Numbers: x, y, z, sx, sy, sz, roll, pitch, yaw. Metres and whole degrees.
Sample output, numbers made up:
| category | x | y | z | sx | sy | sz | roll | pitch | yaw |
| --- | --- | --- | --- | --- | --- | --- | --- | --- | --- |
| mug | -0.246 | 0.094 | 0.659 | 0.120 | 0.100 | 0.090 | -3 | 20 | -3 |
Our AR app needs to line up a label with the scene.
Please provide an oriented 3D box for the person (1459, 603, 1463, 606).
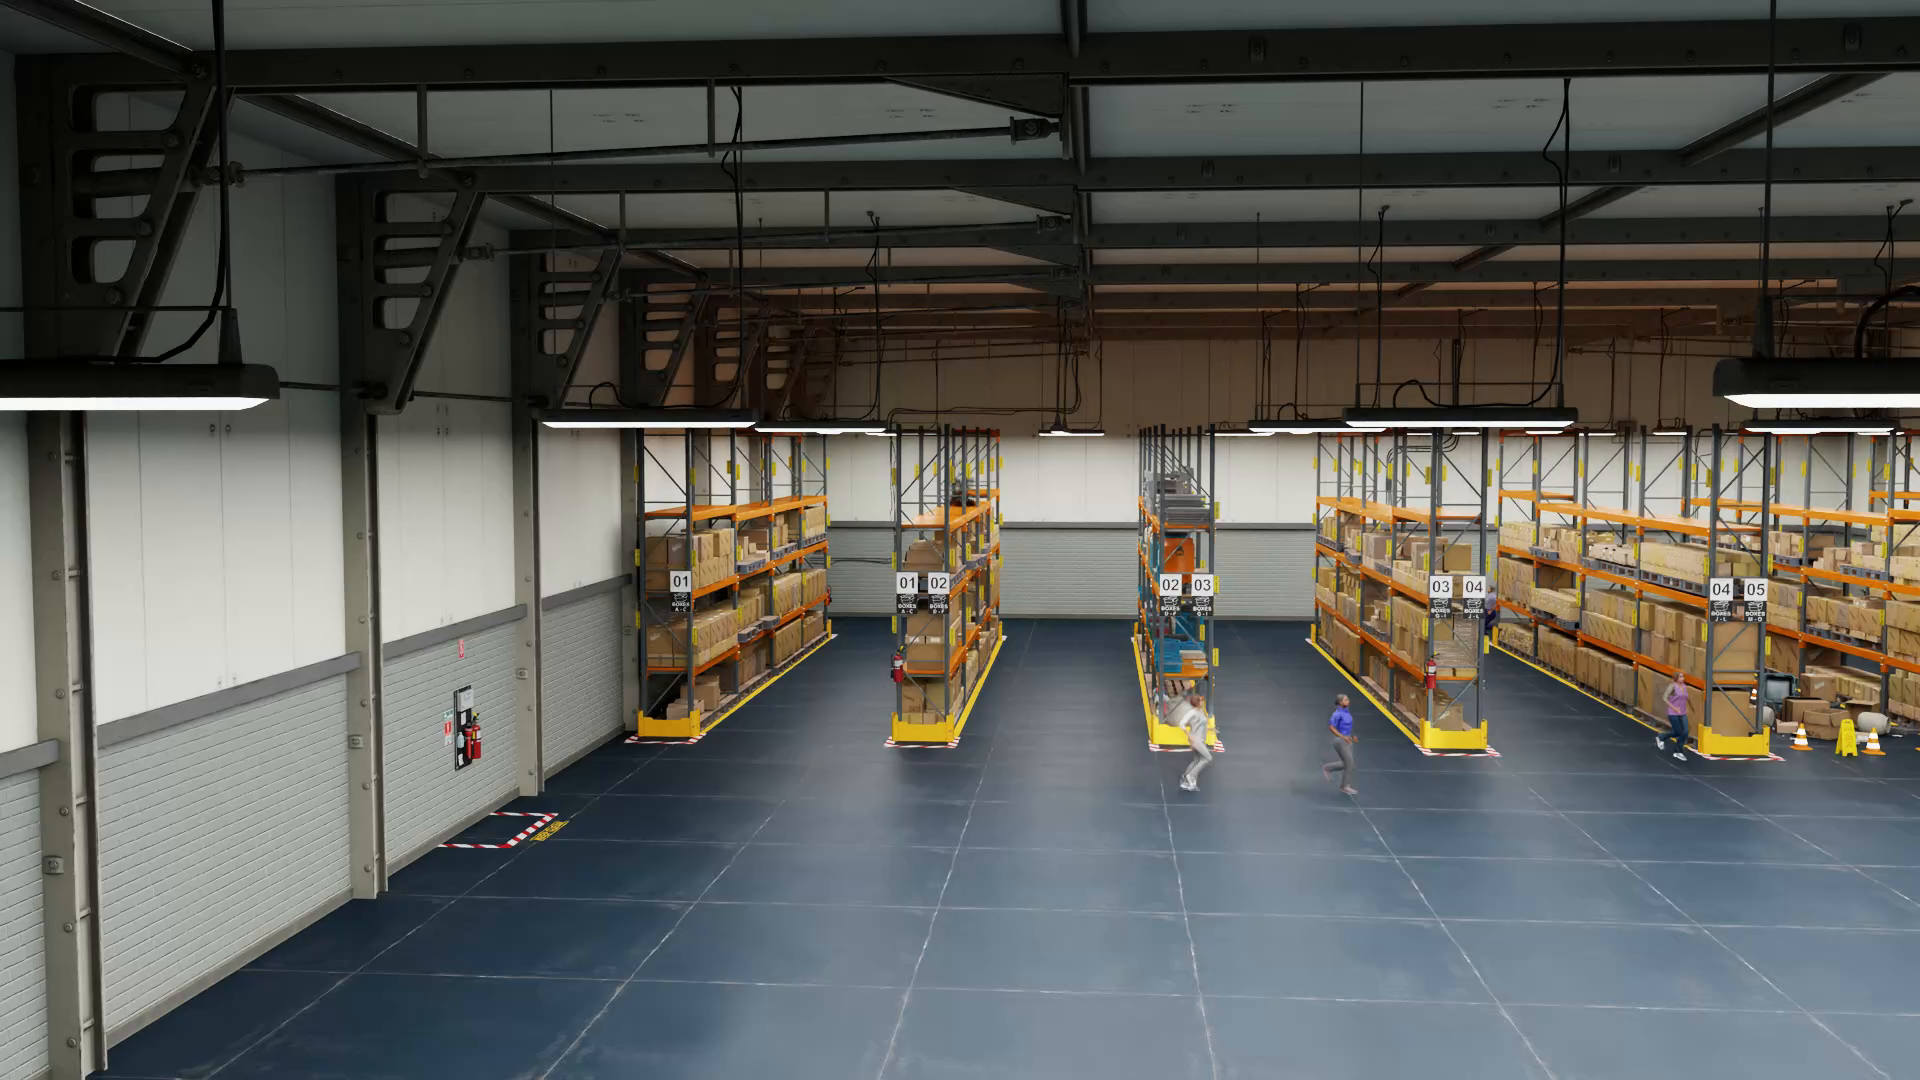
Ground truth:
| category | x | y | z | sx | sy | sz | roll | pitch | yaw |
| --- | --- | --- | --- | --- | --- | --- | --- | --- | --- |
| person | 14.313 | 2.030 | 47.298 | 0.526 | 1.622 | 0.862 | -2 | 4 | -29 |

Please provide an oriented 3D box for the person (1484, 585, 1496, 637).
| category | x | y | z | sx | sy | sz | roll | pitch | yaw |
| --- | --- | --- | --- | --- | --- | --- | --- | --- | --- |
| person | 15.034 | 2.074 | 47.240 | 0.543 | 1.596 | 0.648 | -1 | 4 | -9 |

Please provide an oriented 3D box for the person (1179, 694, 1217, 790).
| category | x | y | z | sx | sy | sz | roll | pitch | yaw |
| --- | --- | --- | --- | --- | --- | --- | --- | --- | --- |
| person | 3.867 | 3.281 | 26.946 | 0.621 | 1.564 | 0.513 | 1 | 4 | 23 |

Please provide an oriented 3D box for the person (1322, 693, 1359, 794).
| category | x | y | z | sx | sy | sz | roll | pitch | yaw |
| --- | --- | --- | --- | --- | --- | --- | --- | --- | --- |
| person | 6.154 | 3.289 | 26.931 | 0.576 | 1.622 | 0.575 | 2 | 4 | 30 |

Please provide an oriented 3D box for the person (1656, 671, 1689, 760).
| category | x | y | z | sx | sy | sz | roll | pitch | yaw |
| --- | --- | --- | --- | --- | --- | --- | --- | --- | --- |
| person | 12.821 | 3.131 | 29.876 | 0.552 | 1.591 | 0.615 | -2 | 4 | -24 |
